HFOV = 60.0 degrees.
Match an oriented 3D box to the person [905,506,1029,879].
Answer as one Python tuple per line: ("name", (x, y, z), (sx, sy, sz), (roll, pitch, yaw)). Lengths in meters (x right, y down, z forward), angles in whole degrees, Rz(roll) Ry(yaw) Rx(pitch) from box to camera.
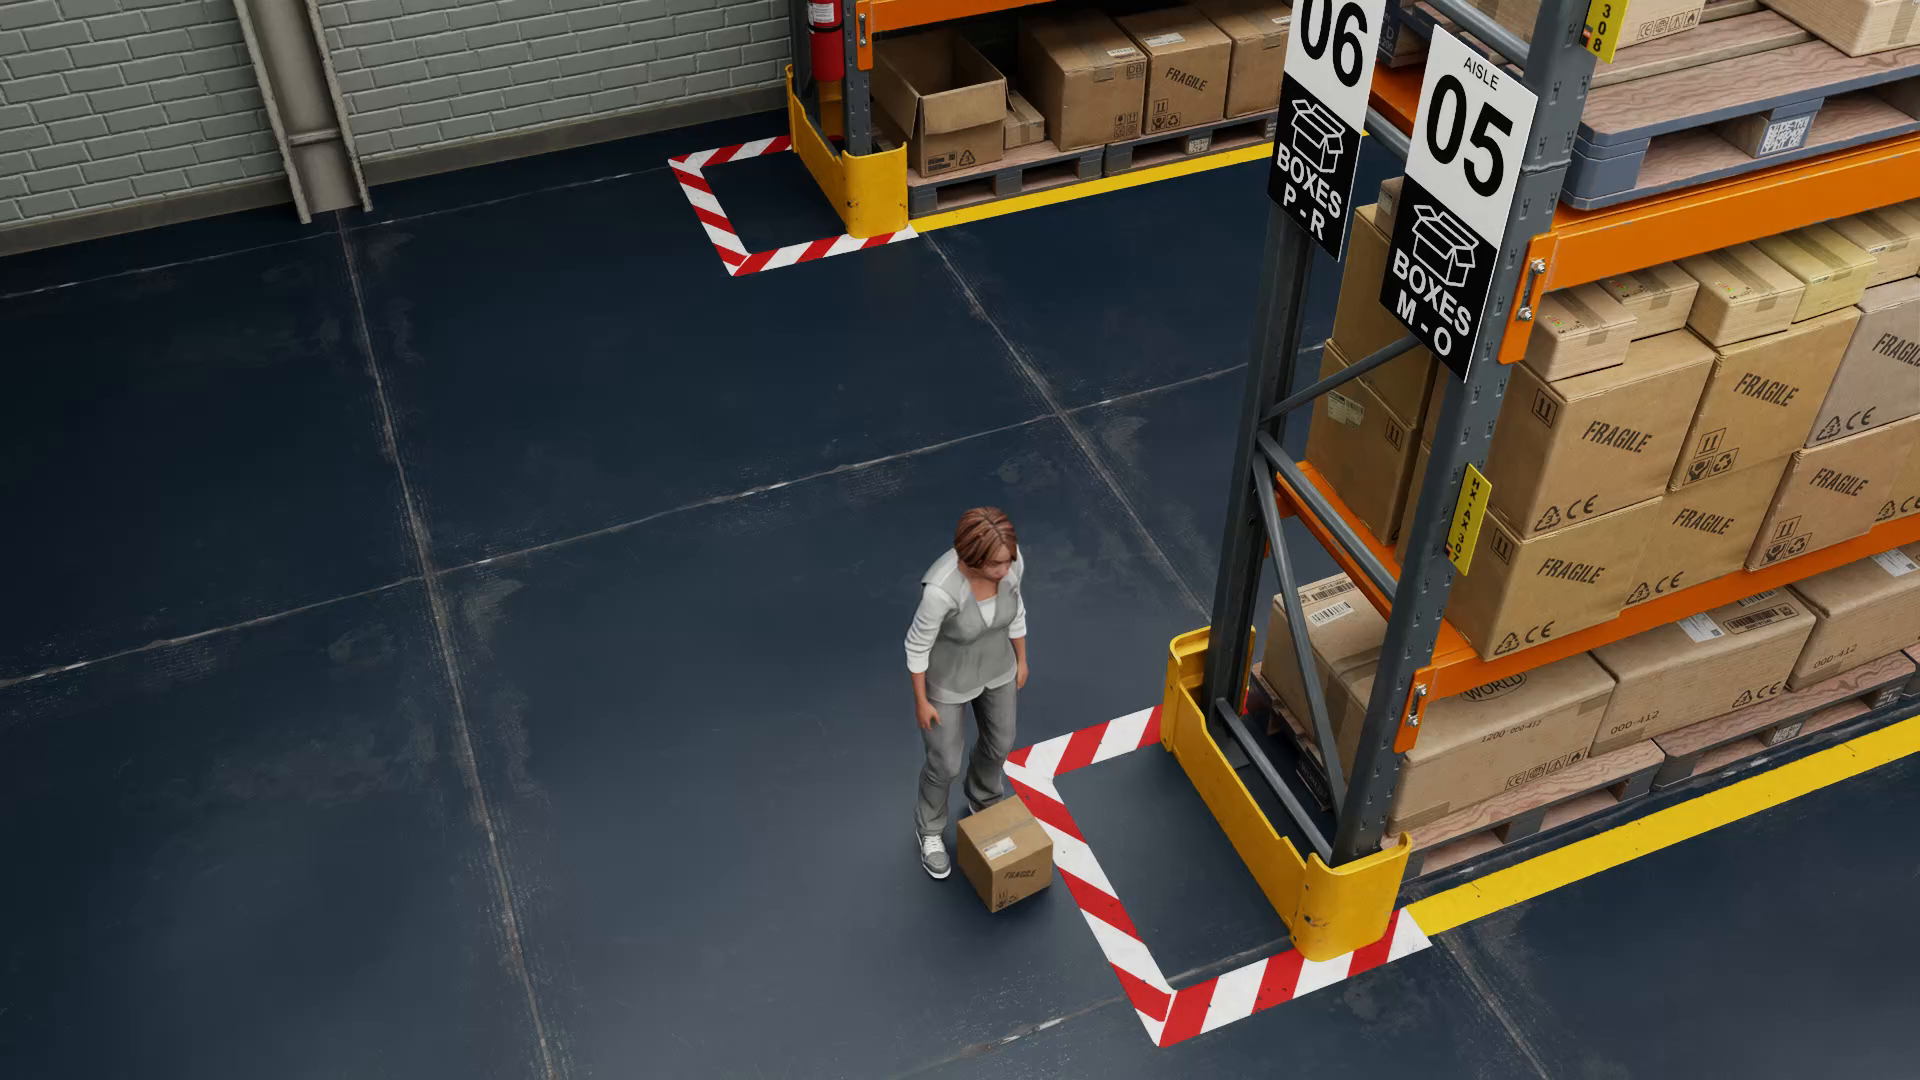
("person", (0.031, 0.482, 5.641), (0.472, 1.590, 0.347), (-23, 47, -23))
